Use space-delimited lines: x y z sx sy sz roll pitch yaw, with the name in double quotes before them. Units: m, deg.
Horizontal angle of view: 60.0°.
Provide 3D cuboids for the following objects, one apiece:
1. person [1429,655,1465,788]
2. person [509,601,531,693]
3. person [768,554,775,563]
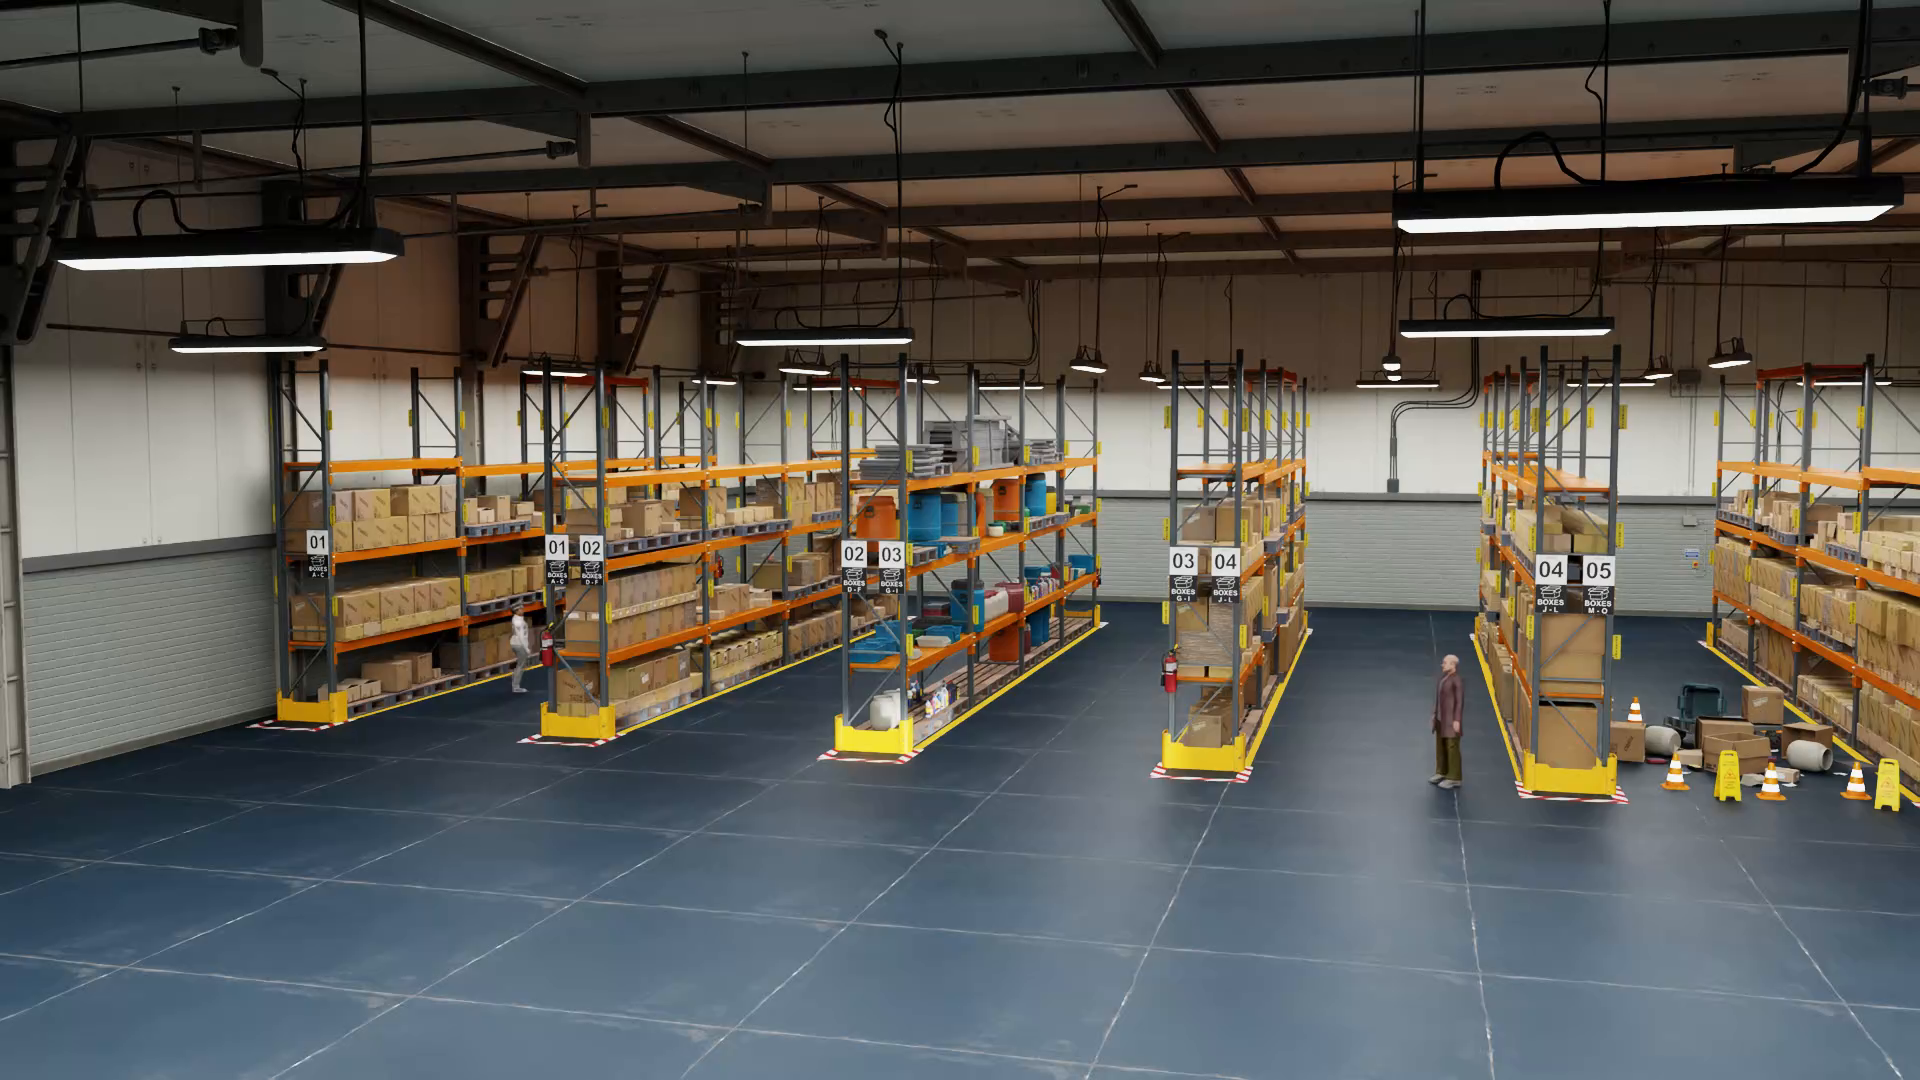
"person" 6.661 2.467 22.809 0.406 1.787 0.625 -1 4 -13
"person" -8.022 1.962 30.459 0.428 1.704 0.485 -4 5 -41
"person" -4.660 1.188 41.084 0.505 1.727 0.548 3 5 32
